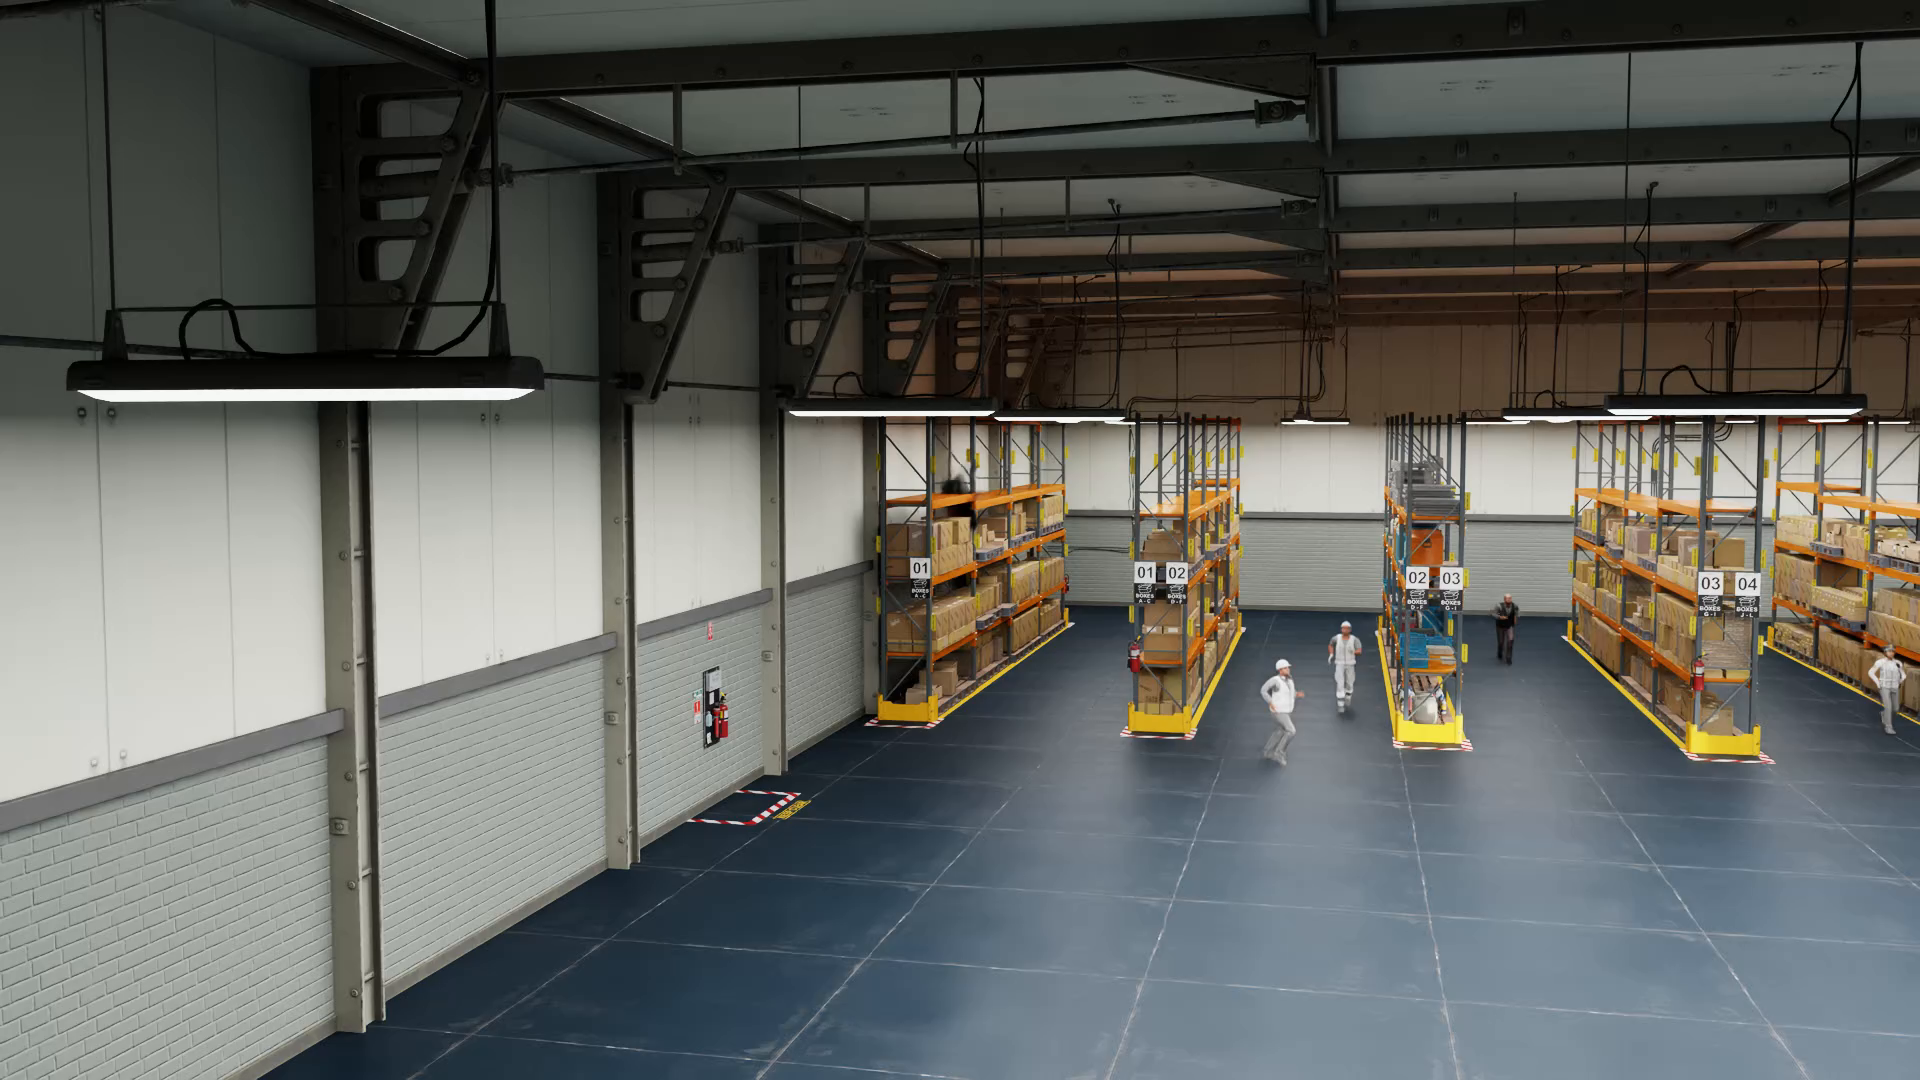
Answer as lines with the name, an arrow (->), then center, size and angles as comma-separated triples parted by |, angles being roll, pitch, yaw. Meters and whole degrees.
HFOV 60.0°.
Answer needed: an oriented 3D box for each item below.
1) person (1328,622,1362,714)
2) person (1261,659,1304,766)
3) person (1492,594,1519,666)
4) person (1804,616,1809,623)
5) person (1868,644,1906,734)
person -> 7.752, 2.531, 33.482 | 0.652, 1.787, 0.980 | 1, 4, 11
person -> 5.513, 2.937, 28.355 | 0.739, 1.816, 0.627 | 3, 5, 41
person -> 13.229, 2.152, 40.377 | 0.657, 1.736, 1.005 | 1, 4, 9
person -> 22.869, 1.894, 44.603 | 0.782, 1.604, 0.829 | -2, 4, -29
person -> 17.403, 2.777, 31.237 | 0.572, 1.660, 0.748 | 1, 4, 8
